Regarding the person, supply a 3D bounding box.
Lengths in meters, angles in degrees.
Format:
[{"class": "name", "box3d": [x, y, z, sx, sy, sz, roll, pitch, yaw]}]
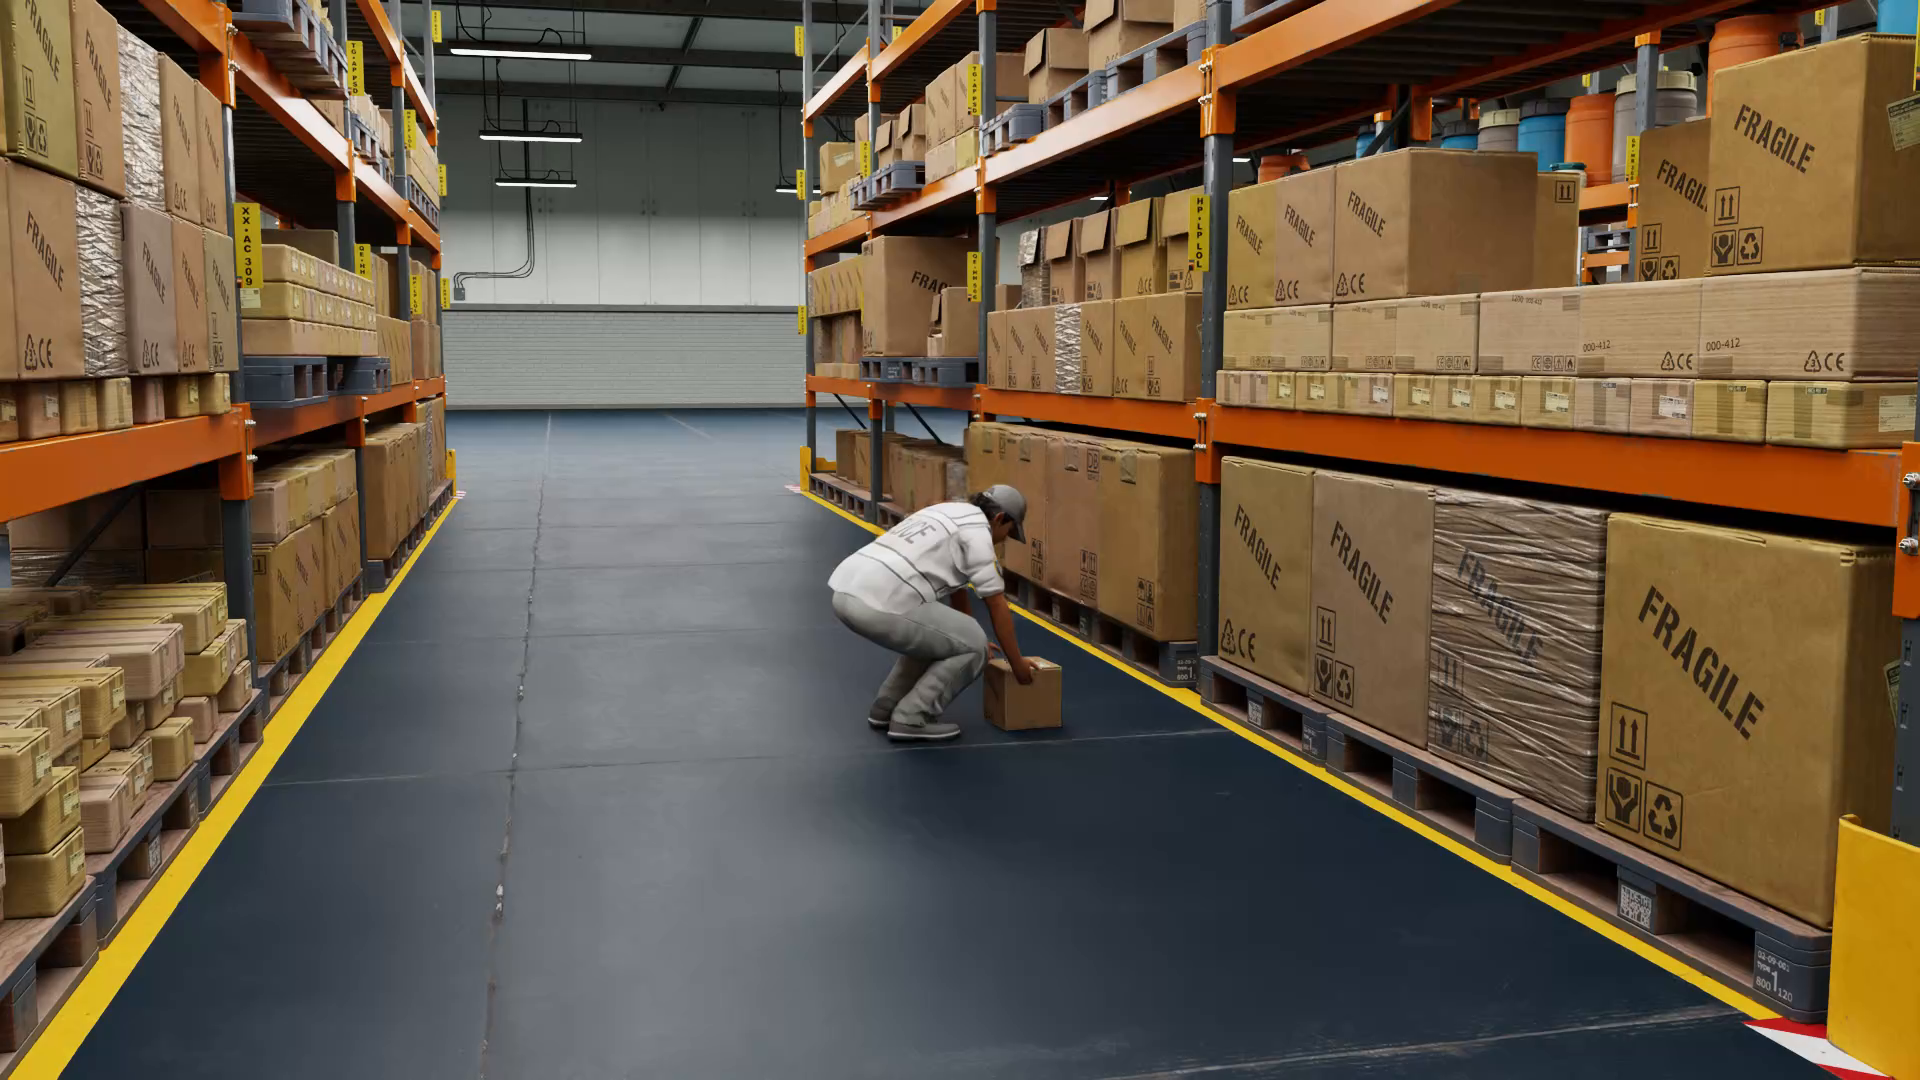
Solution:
[{"class": "person", "box3d": [-0.109, 0.281, 6.728, 0.846, 0.992, 0.526, -2, 7, -20]}]
